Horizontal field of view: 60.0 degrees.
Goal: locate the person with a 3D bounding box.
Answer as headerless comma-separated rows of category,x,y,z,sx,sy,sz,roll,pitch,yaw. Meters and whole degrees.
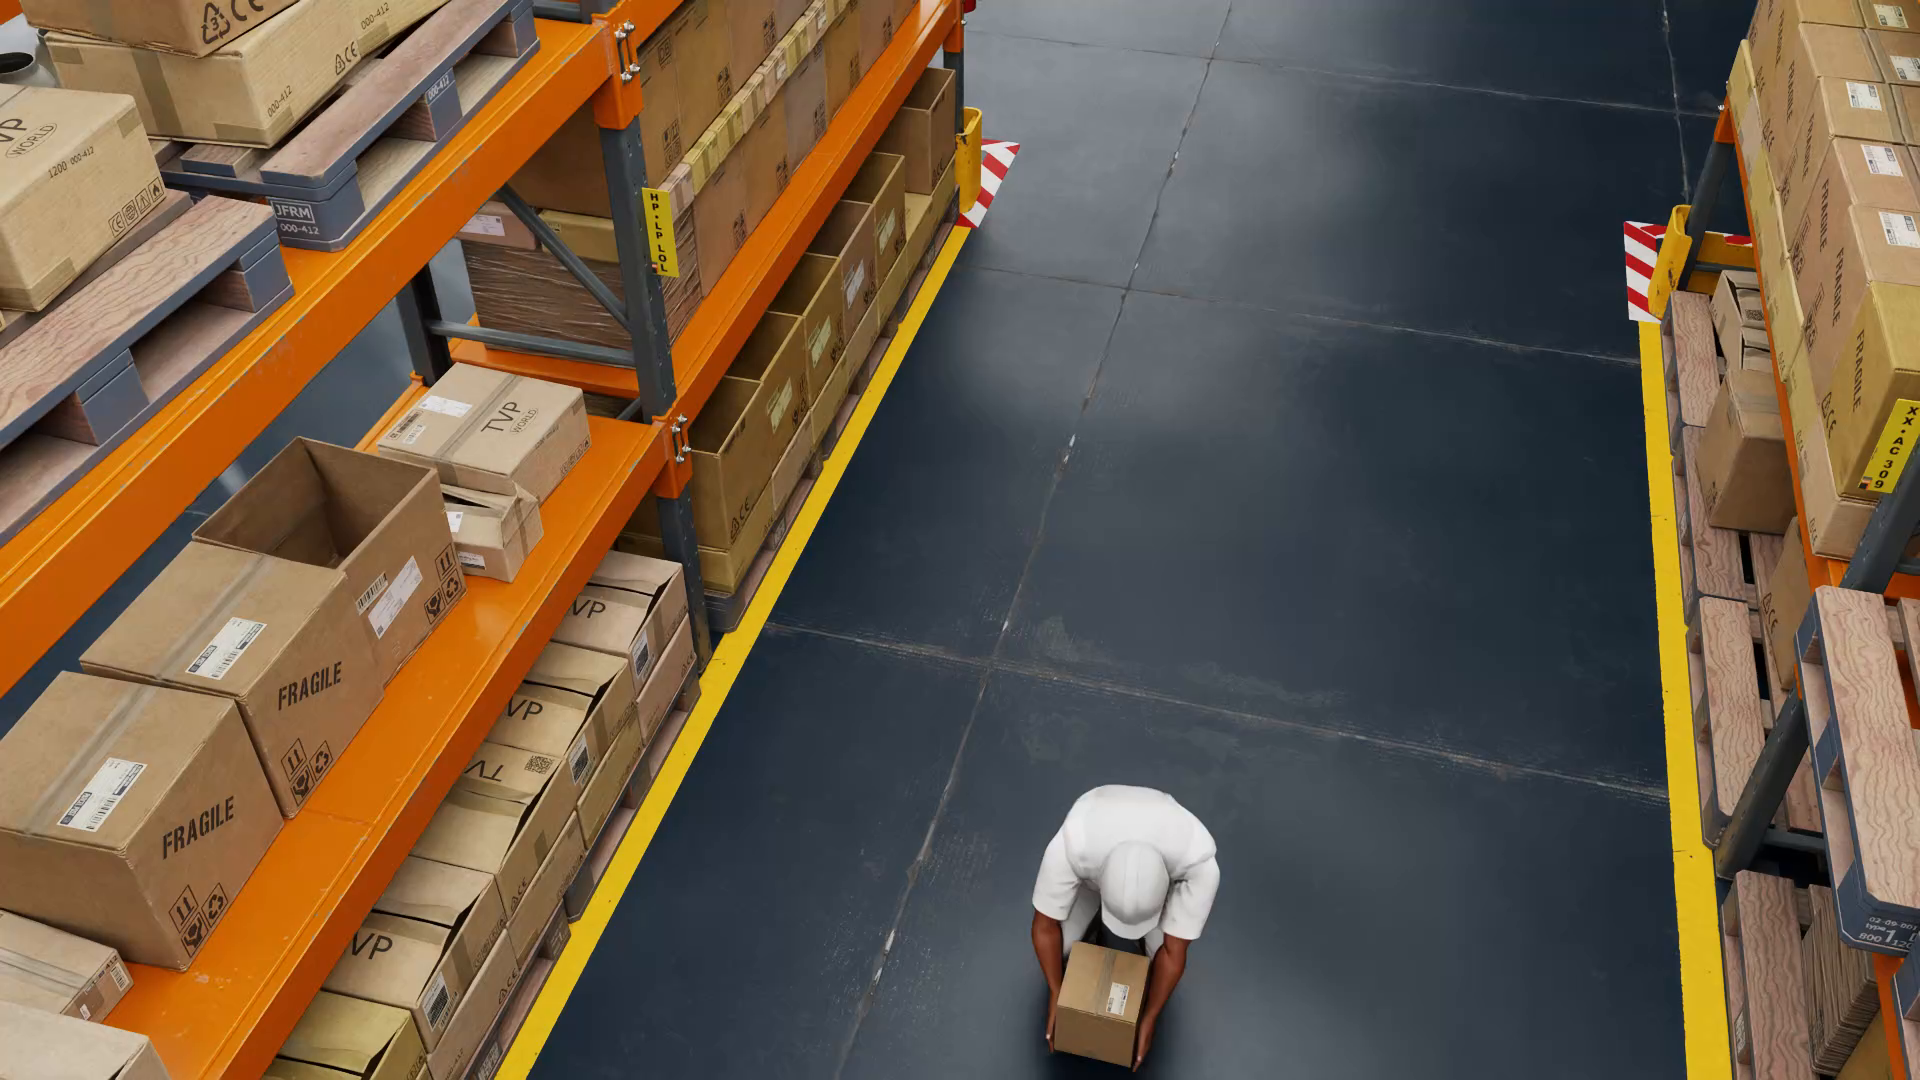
person,0.544,1.142,5.410,0.573,1.001,0.881,9,42,11
